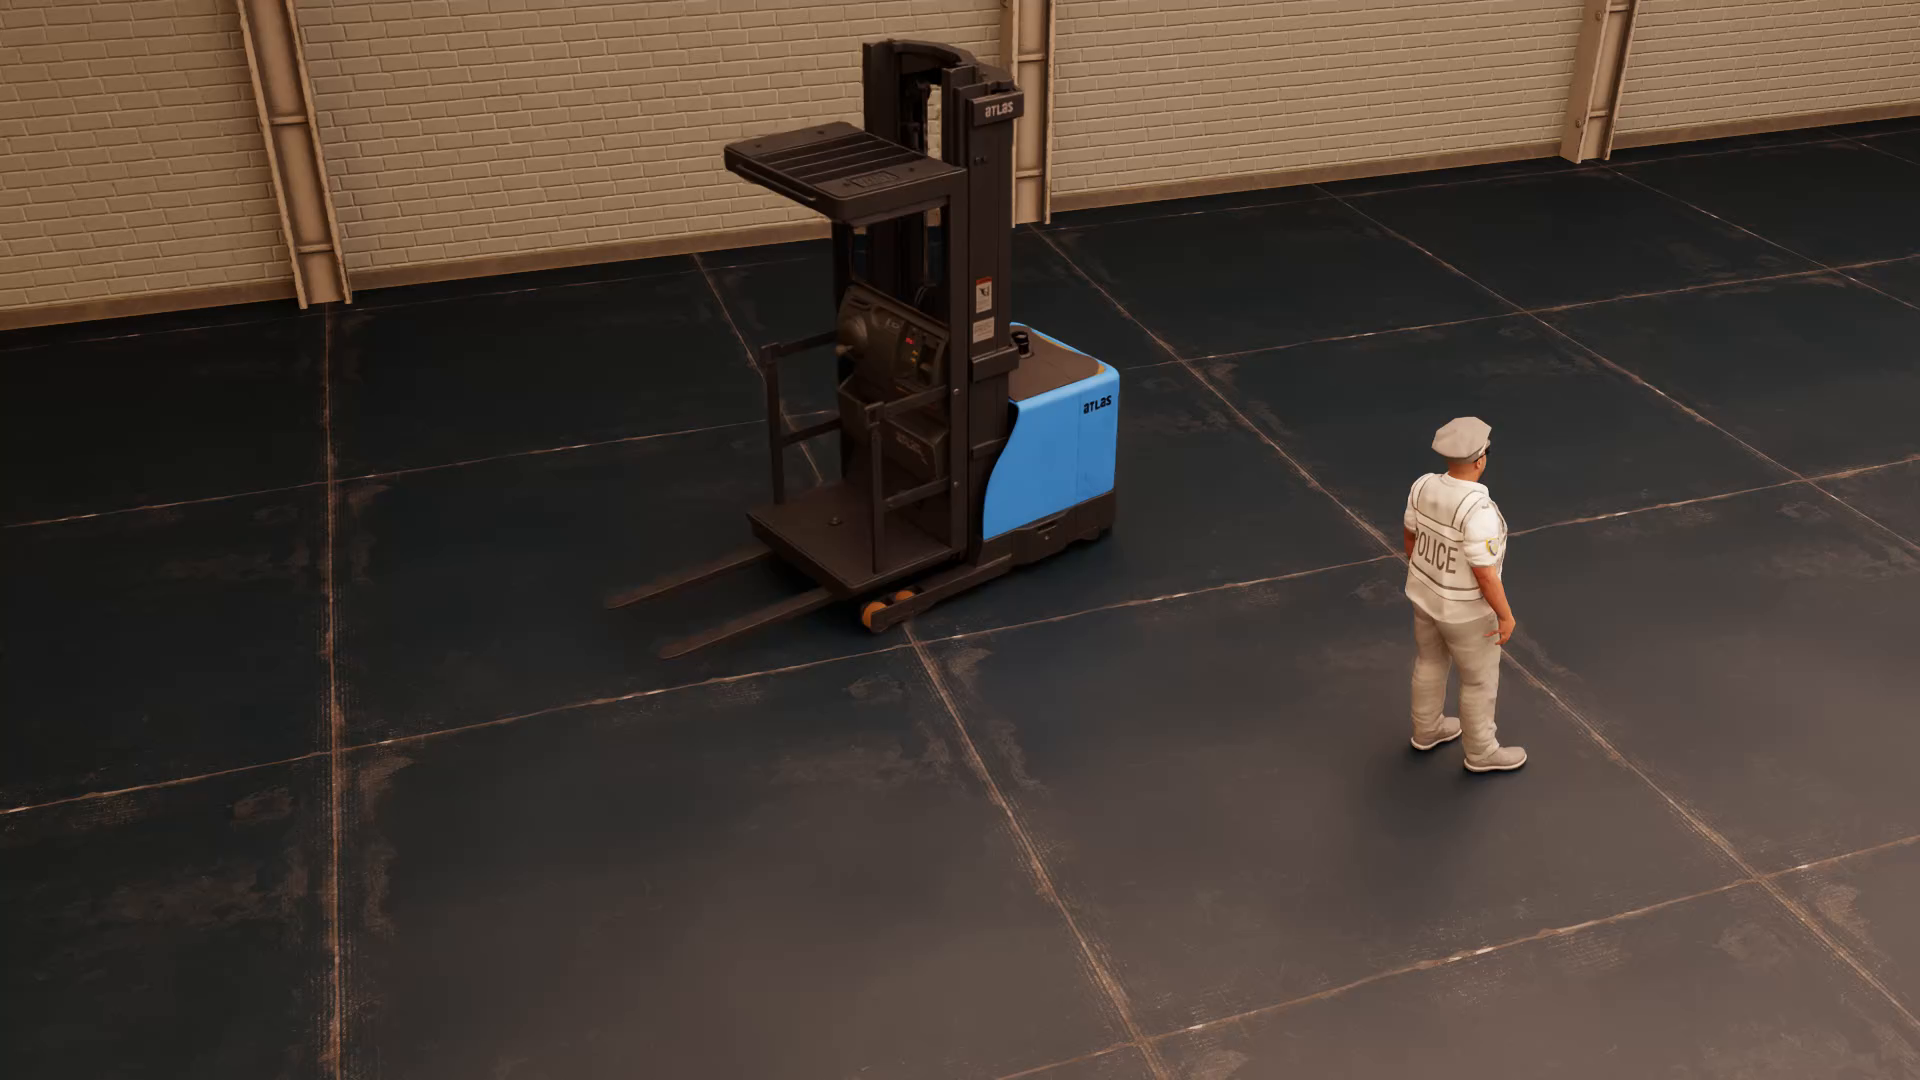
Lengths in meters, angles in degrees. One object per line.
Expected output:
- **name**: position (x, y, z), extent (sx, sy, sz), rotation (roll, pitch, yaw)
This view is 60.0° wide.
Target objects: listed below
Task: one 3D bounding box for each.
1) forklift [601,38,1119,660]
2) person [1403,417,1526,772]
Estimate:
- **forklift**: position (-0.538, -1.060, 8.929), extent (3.031, 2.935, 1.130), rotation (-21, 36, -32)
- **person**: position (2.389, 0.244, 7.800), extent (0.575, 1.780, 0.641), rotation (-15, 33, -24)
